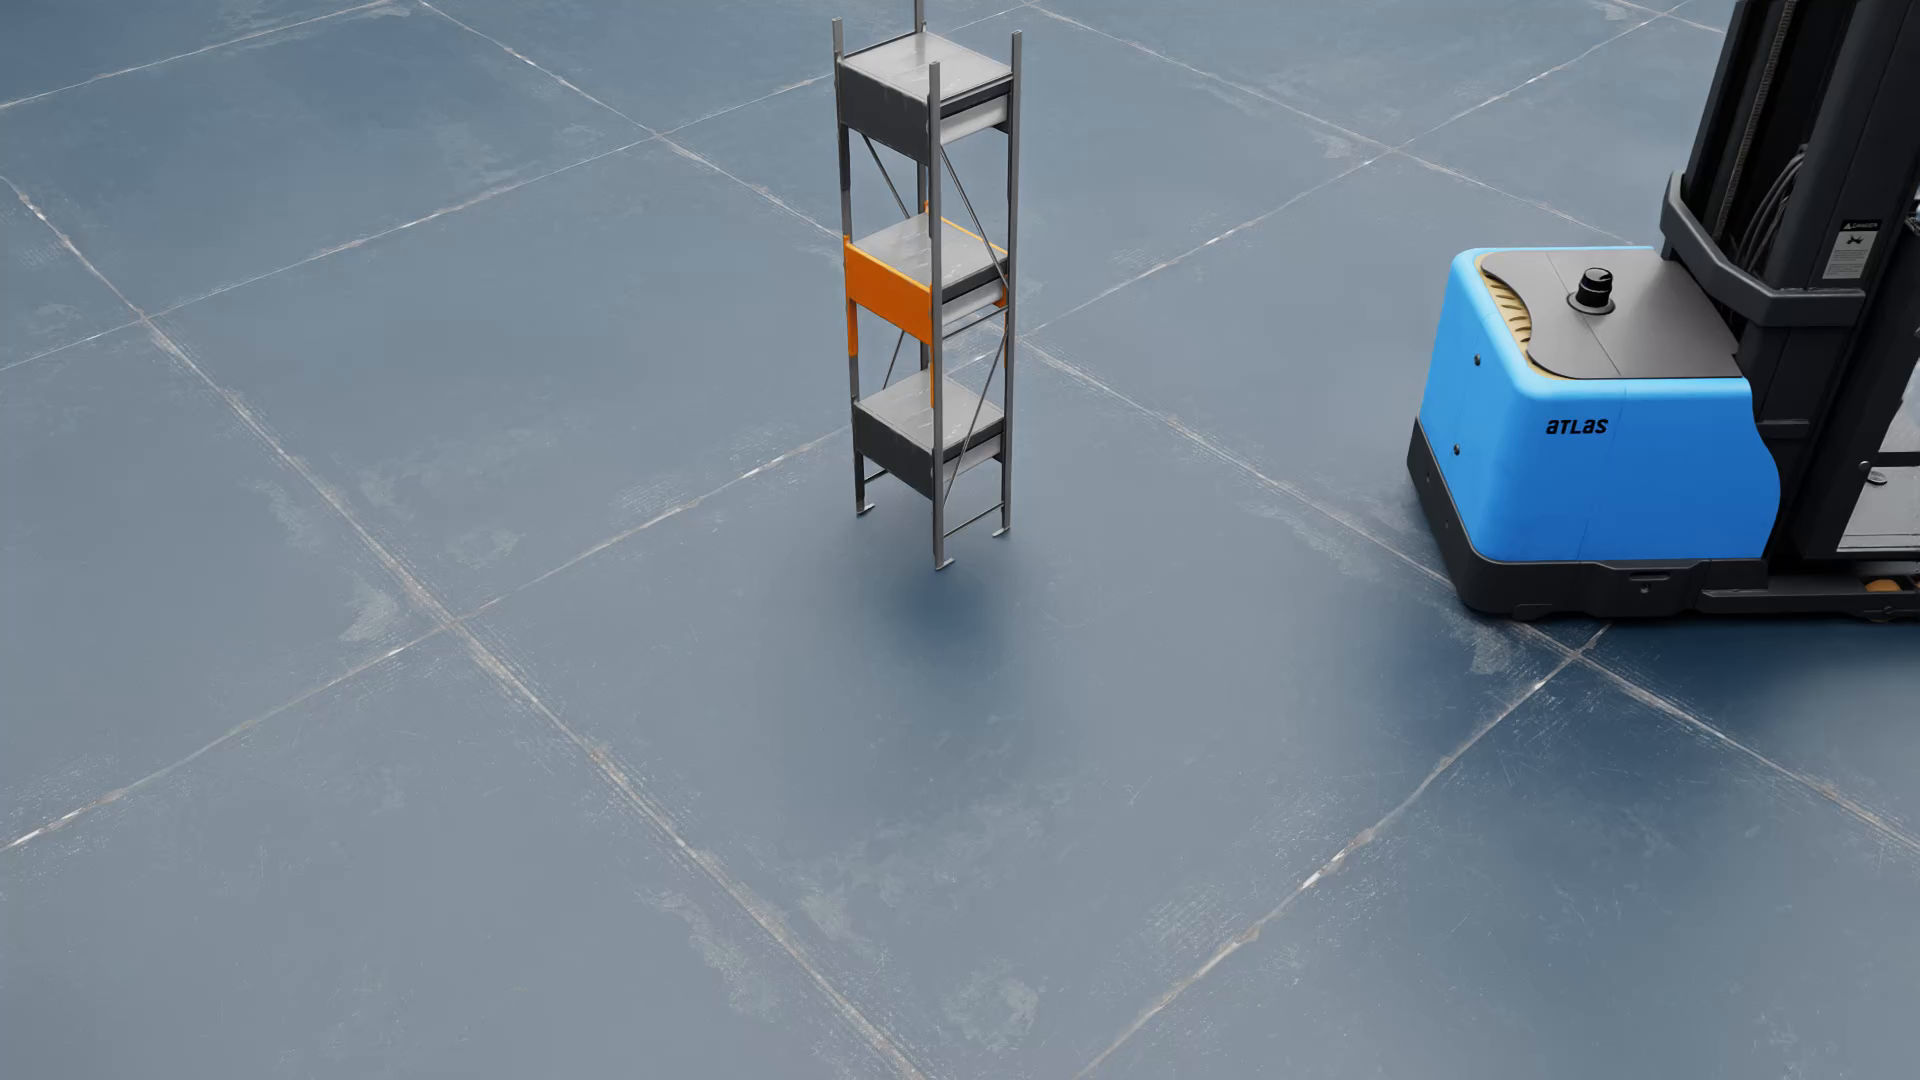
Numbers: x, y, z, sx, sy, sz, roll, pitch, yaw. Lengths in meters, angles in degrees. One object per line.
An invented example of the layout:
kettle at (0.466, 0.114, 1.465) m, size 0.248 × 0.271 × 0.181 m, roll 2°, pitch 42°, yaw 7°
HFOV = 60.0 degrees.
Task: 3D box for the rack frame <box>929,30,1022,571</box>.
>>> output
rack frame at (0.053, -0.781, 6.045) m, size 0.400 × 2.100 × 0.015 m, roll -30°, pitch 48°, yaw -32°

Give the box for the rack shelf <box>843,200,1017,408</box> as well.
rack shelf at (-0.112, -0.883, 6.194) m, size 0.431 × 0.518 × 0.480 m, roll -30°, pitch 48°, yaw -32°

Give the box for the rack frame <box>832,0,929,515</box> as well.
rack frame at (-0.277, -1.006, 6.325) m, size 0.400 × 2.100 × 0.015 m, roll -30°, pitch 48°, yaw -32°

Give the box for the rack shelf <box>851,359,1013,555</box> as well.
rack shelf at (-0.112, -0.338, 6.634) m, size 0.431 × 0.518 × 0.480 m, roll -30°, pitch 48°, yaw -32°

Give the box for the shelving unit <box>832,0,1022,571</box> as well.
shelving unit at (-0.112, -0.893, 6.185) m, size 0.431 × 2.100 × 0.503 m, roll -30°, pitch 48°, yaw -32°

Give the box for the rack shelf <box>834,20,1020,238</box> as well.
rack shelf at (-0.112, -1.427, 5.754) m, size 0.431 × 0.518 × 0.480 m, roll -30°, pitch 48°, yaw -32°

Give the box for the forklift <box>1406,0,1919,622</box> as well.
forklift at (3.414, -1.161, 5.855) m, size 3.031 × 2.935 × 1.130 m, roll -1°, pitch 39°, yaw -1°
